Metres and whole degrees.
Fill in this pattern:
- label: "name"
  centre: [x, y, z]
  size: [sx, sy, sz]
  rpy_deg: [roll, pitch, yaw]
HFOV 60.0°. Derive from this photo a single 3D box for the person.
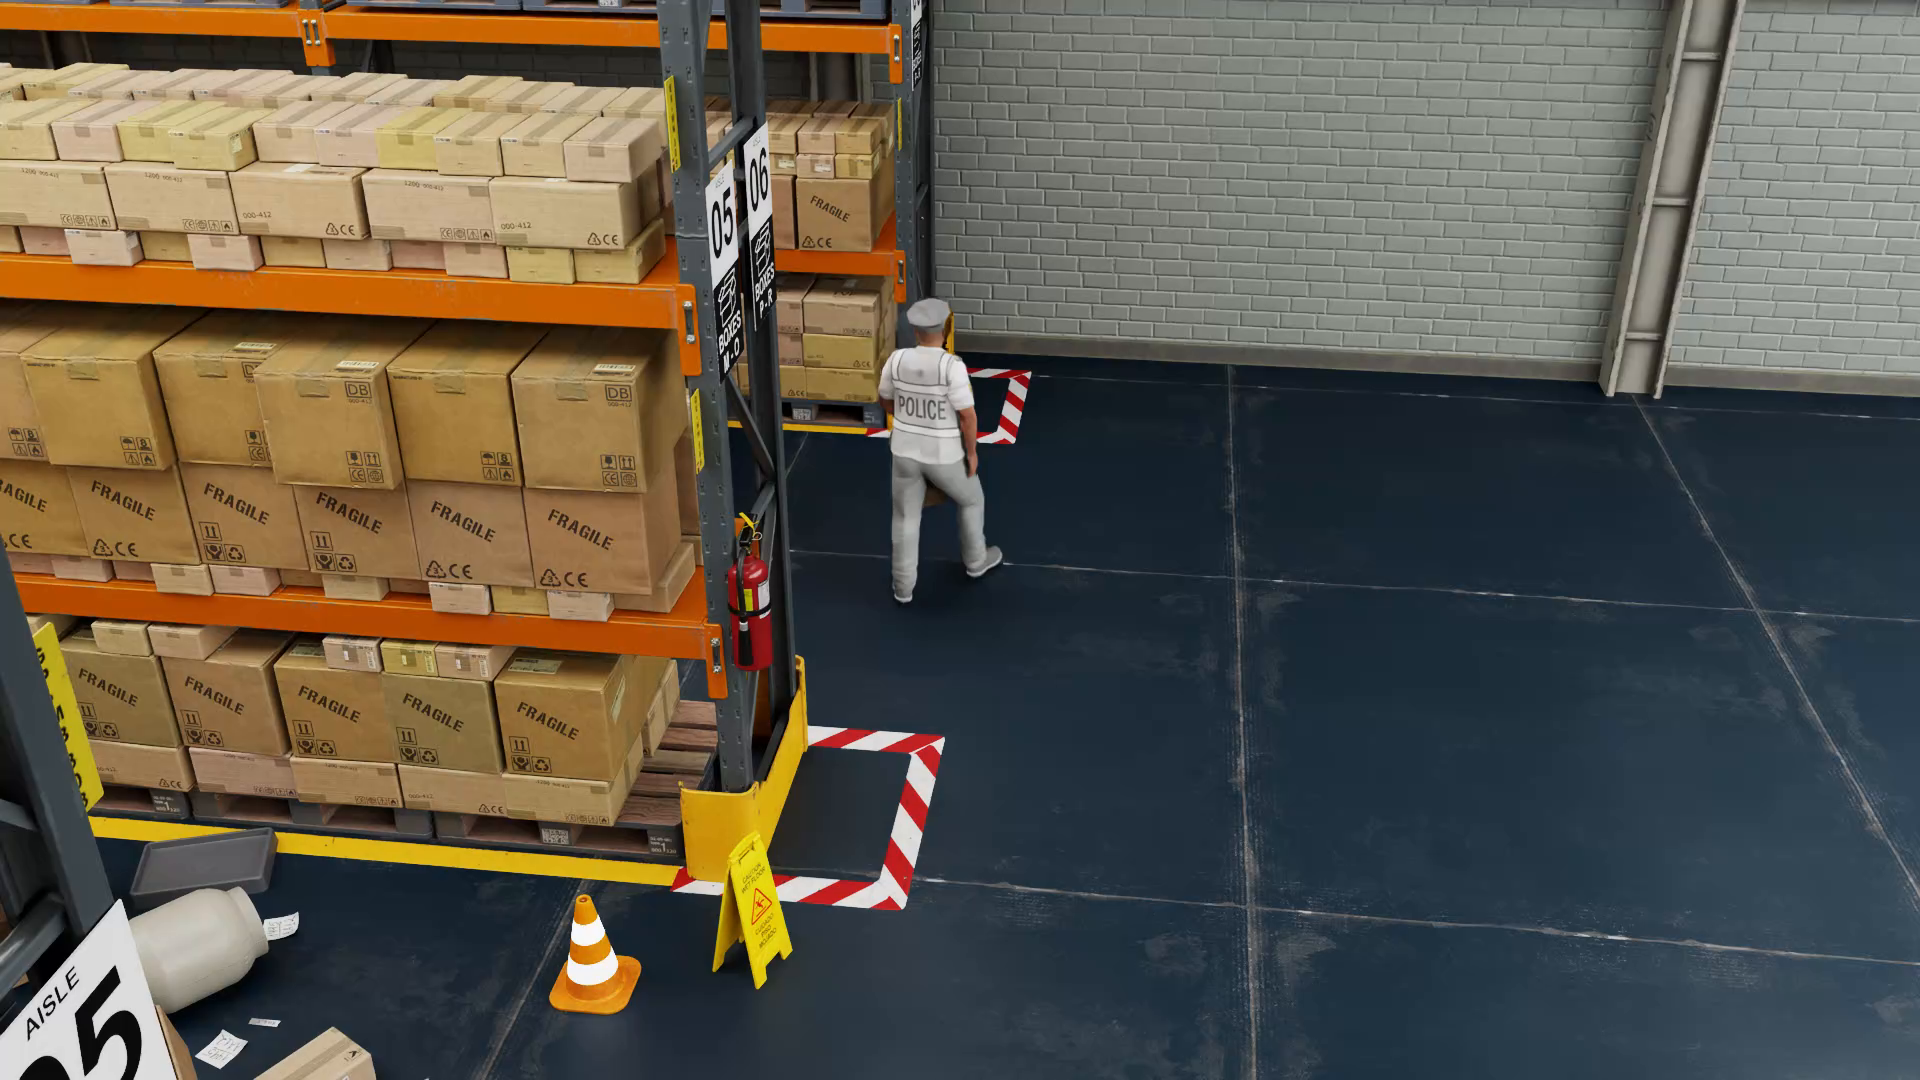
- label: "person"
  centre: [-0.148, -0.534, 9.616]
  size: [0.667, 1.736, 0.735]
  rpy_deg: [8, 29, 15]
